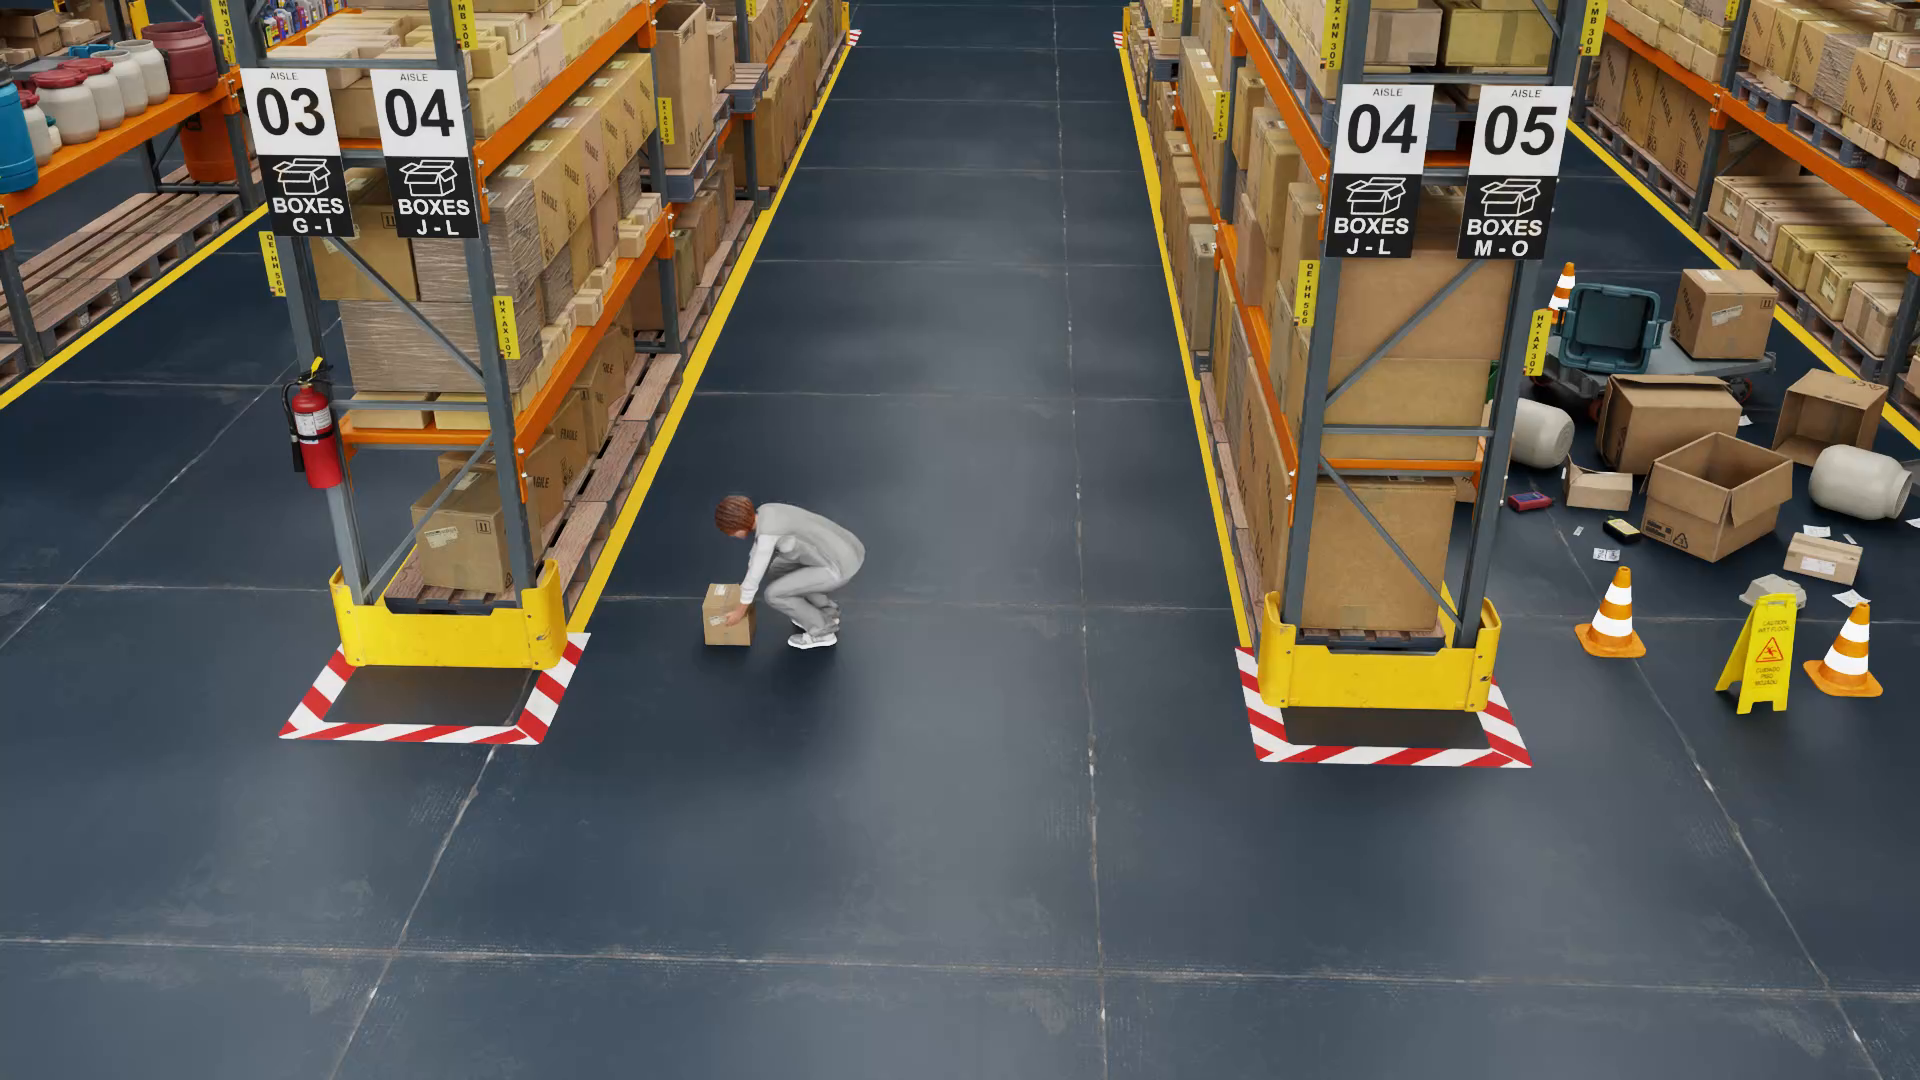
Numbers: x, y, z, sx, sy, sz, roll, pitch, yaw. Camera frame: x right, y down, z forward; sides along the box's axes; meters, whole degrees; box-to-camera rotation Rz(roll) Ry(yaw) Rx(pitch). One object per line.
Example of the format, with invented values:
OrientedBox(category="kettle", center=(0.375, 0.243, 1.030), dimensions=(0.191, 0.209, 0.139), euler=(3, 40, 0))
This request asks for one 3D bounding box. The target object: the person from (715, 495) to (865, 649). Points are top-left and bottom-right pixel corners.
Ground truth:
OrientedBox(category="person", center=(-0.917, 0.152, 9.103), dimensions=(0.795, 0.886, 0.447), euler=(1, 28, 2))
